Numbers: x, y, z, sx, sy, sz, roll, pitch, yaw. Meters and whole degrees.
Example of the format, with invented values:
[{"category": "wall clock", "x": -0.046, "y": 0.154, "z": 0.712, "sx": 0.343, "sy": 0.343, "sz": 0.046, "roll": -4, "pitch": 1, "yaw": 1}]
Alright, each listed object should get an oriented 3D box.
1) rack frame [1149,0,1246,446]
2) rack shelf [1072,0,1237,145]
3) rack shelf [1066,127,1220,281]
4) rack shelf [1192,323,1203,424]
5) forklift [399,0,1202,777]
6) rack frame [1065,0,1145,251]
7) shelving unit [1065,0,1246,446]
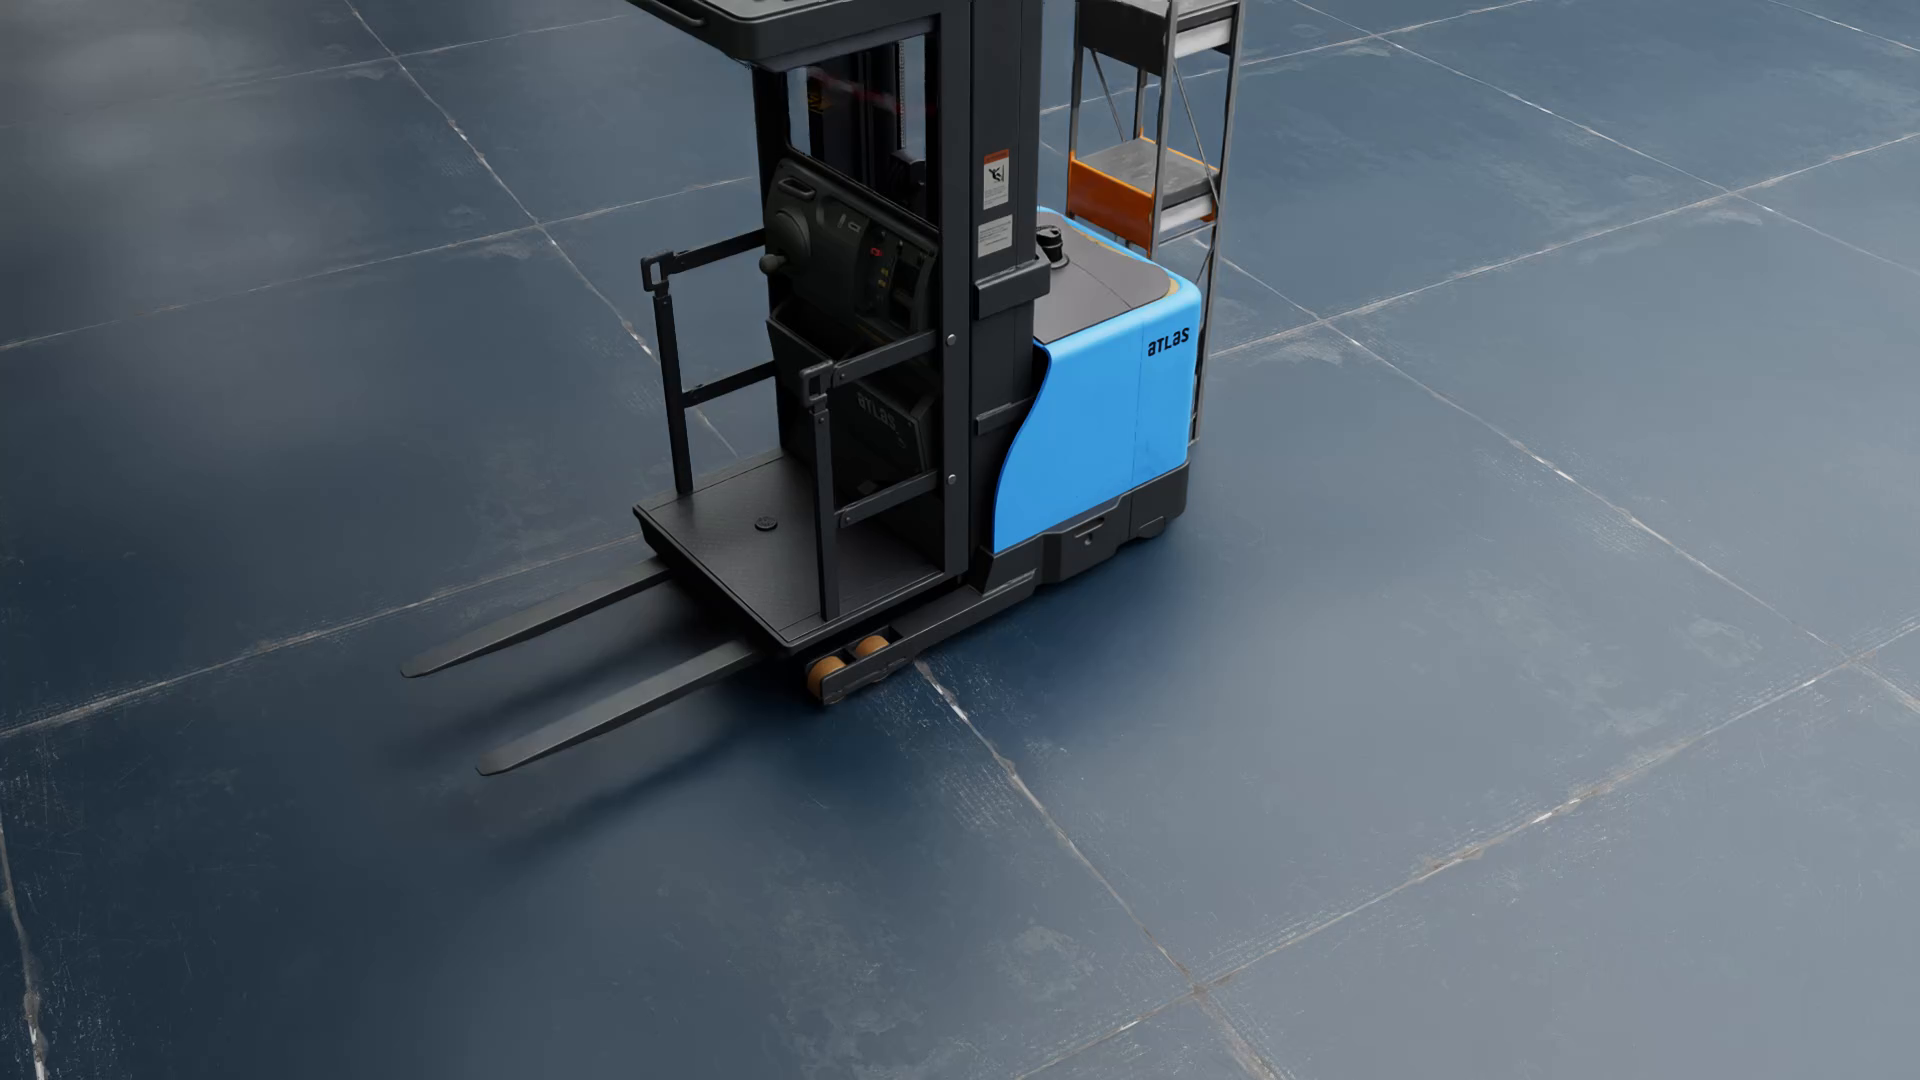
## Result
[{"category": "rack frame", "x": 0.904, "y": -1.217, "z": 6.634, "sx": 0.400, "sy": 2.100, "sz": 0.015, "roll": -26, "pitch": 43, "yaw": -31}, {"category": "rack shelf", "x": 0.753, "y": -1.885, "z": 6.384, "sx": 0.431, "sy": 0.518, "sz": 0.480, "roll": -26, "pitch": 43, "yaw": -31}, {"category": "rack shelf", "x": 0.749, "y": -1.318, "z": 6.794, "sx": 0.431, "sy": 0.518, "sz": 0.480, "roll": -26, "pitch": 43, "yaw": -31}, {"category": "rack shelf", "x": 0.745, "y": -0.750, "z": 7.204, "sx": 0.431, "sy": 0.518, "sz": 0.480, "roll": -26, "pitch": 43, "yaw": -31}, {"category": "forklift", "x": -0.547, "y": -0.952, "z": 5.568, "sx": 3.031, "sy": 2.935, "sz": 1.130, "roll": -25, "pitch": 43, "yaw": -30}, {"category": "rack frame", "x": 0.594, "y": -1.440, "z": 6.938, "sx": 0.400, "sy": 2.100, "sz": 0.015, "roll": -26, "pitch": 43, "yaw": -31}, {"category": "shelving unit", "x": 0.749, "y": -1.329, "z": 6.786, "sx": 0.431, "sy": 2.100, "sz": 0.503, "roll": -26, "pitch": 43, "yaw": -31}]
